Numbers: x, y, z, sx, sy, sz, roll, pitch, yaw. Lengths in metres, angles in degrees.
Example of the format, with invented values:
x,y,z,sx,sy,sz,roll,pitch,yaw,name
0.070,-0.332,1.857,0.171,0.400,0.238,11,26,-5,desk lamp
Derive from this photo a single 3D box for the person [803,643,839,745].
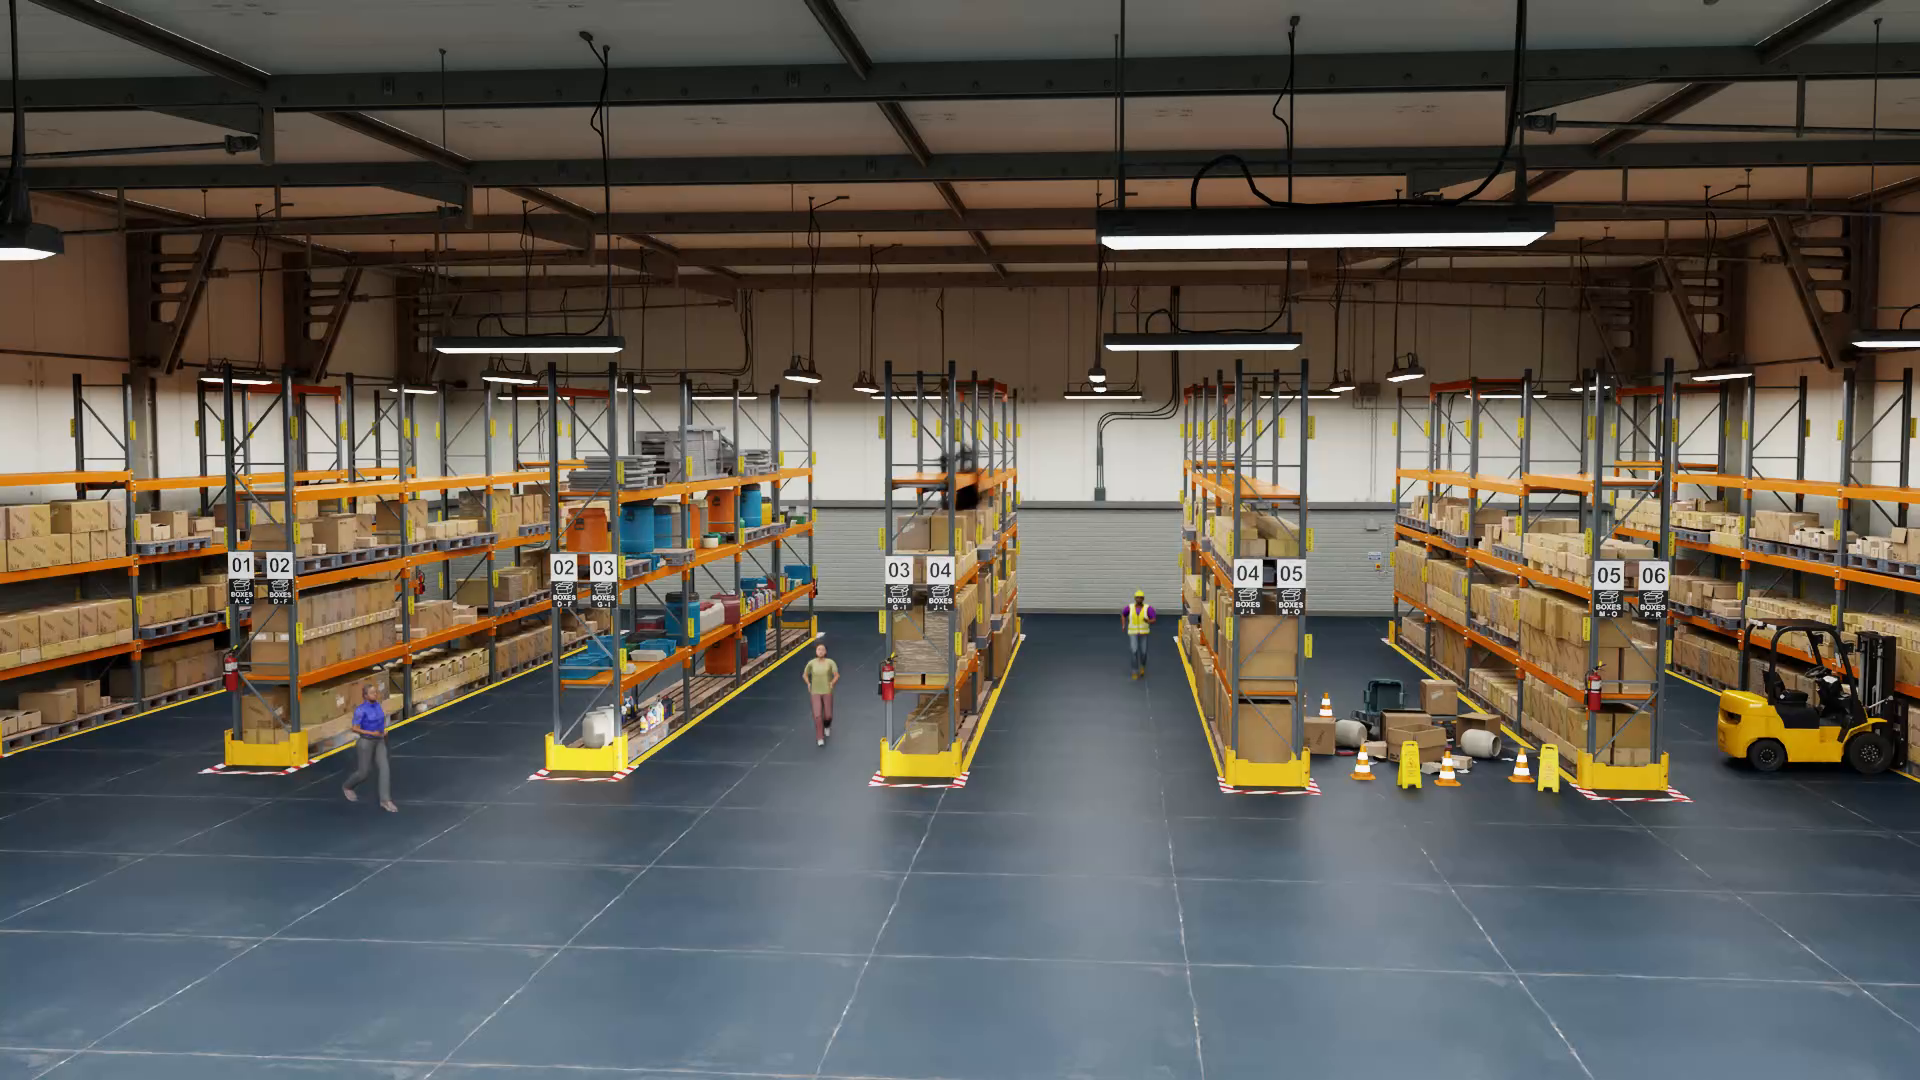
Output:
x,y,z,sx,sy,sz,roll,pitch,yaw,name
-2.224,2.442,26.569,0.580,1.619,0.609,0,4,-5,person

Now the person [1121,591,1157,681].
x,y,z,sx,sy,sz,roll,pitch,yaw,name
3.596,1.893,33.426,0.700,1.757,0.982,0,4,5,person

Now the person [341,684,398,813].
x,y,z,sx,sy,sz,roll,pitch,yaw,name
-7.805,2.735,21.972,0.903,1.680,0.595,2,4,27,person
